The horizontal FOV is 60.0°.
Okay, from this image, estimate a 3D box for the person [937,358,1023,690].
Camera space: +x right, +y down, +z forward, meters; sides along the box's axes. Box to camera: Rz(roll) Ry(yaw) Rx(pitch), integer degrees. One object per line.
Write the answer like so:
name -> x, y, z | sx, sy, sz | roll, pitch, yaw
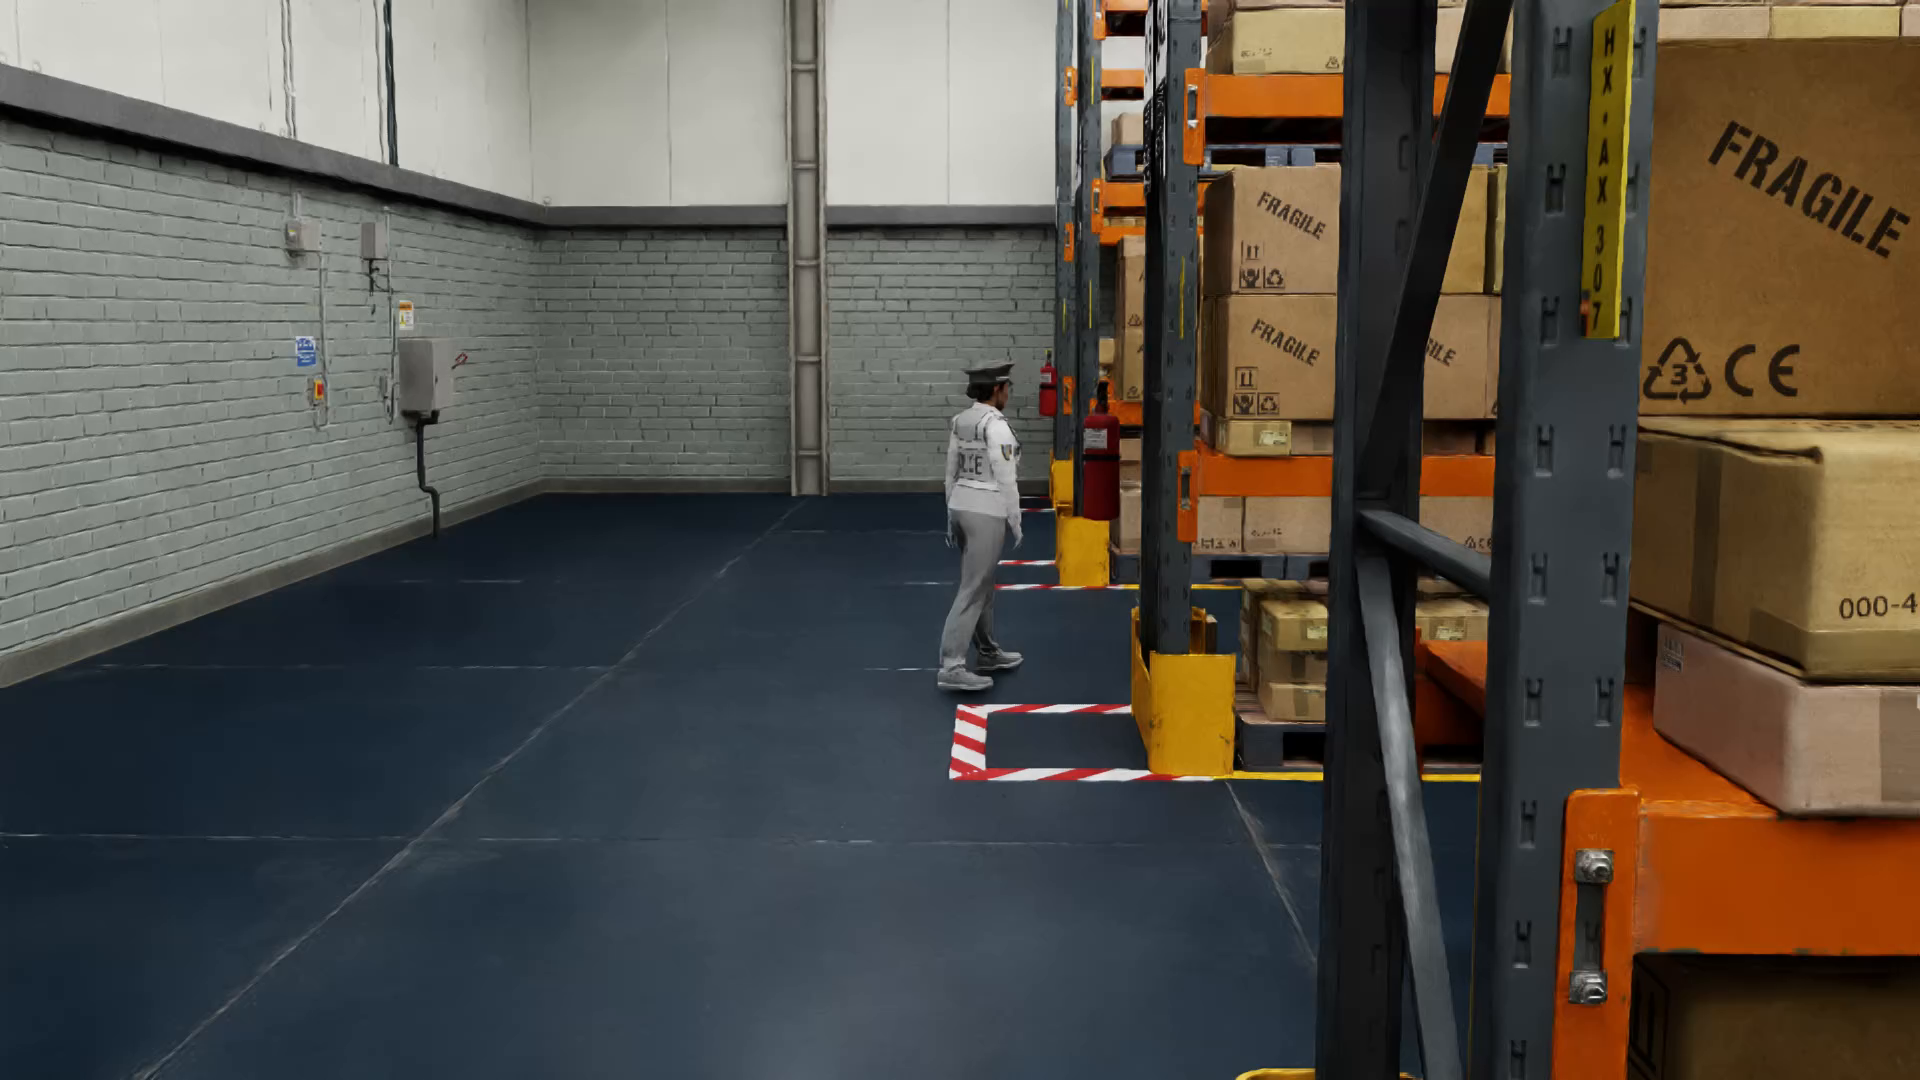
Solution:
person -> 0.125, -0.104, 8.487 | 0.666, 1.642, 0.567 | -3, 8, -25
